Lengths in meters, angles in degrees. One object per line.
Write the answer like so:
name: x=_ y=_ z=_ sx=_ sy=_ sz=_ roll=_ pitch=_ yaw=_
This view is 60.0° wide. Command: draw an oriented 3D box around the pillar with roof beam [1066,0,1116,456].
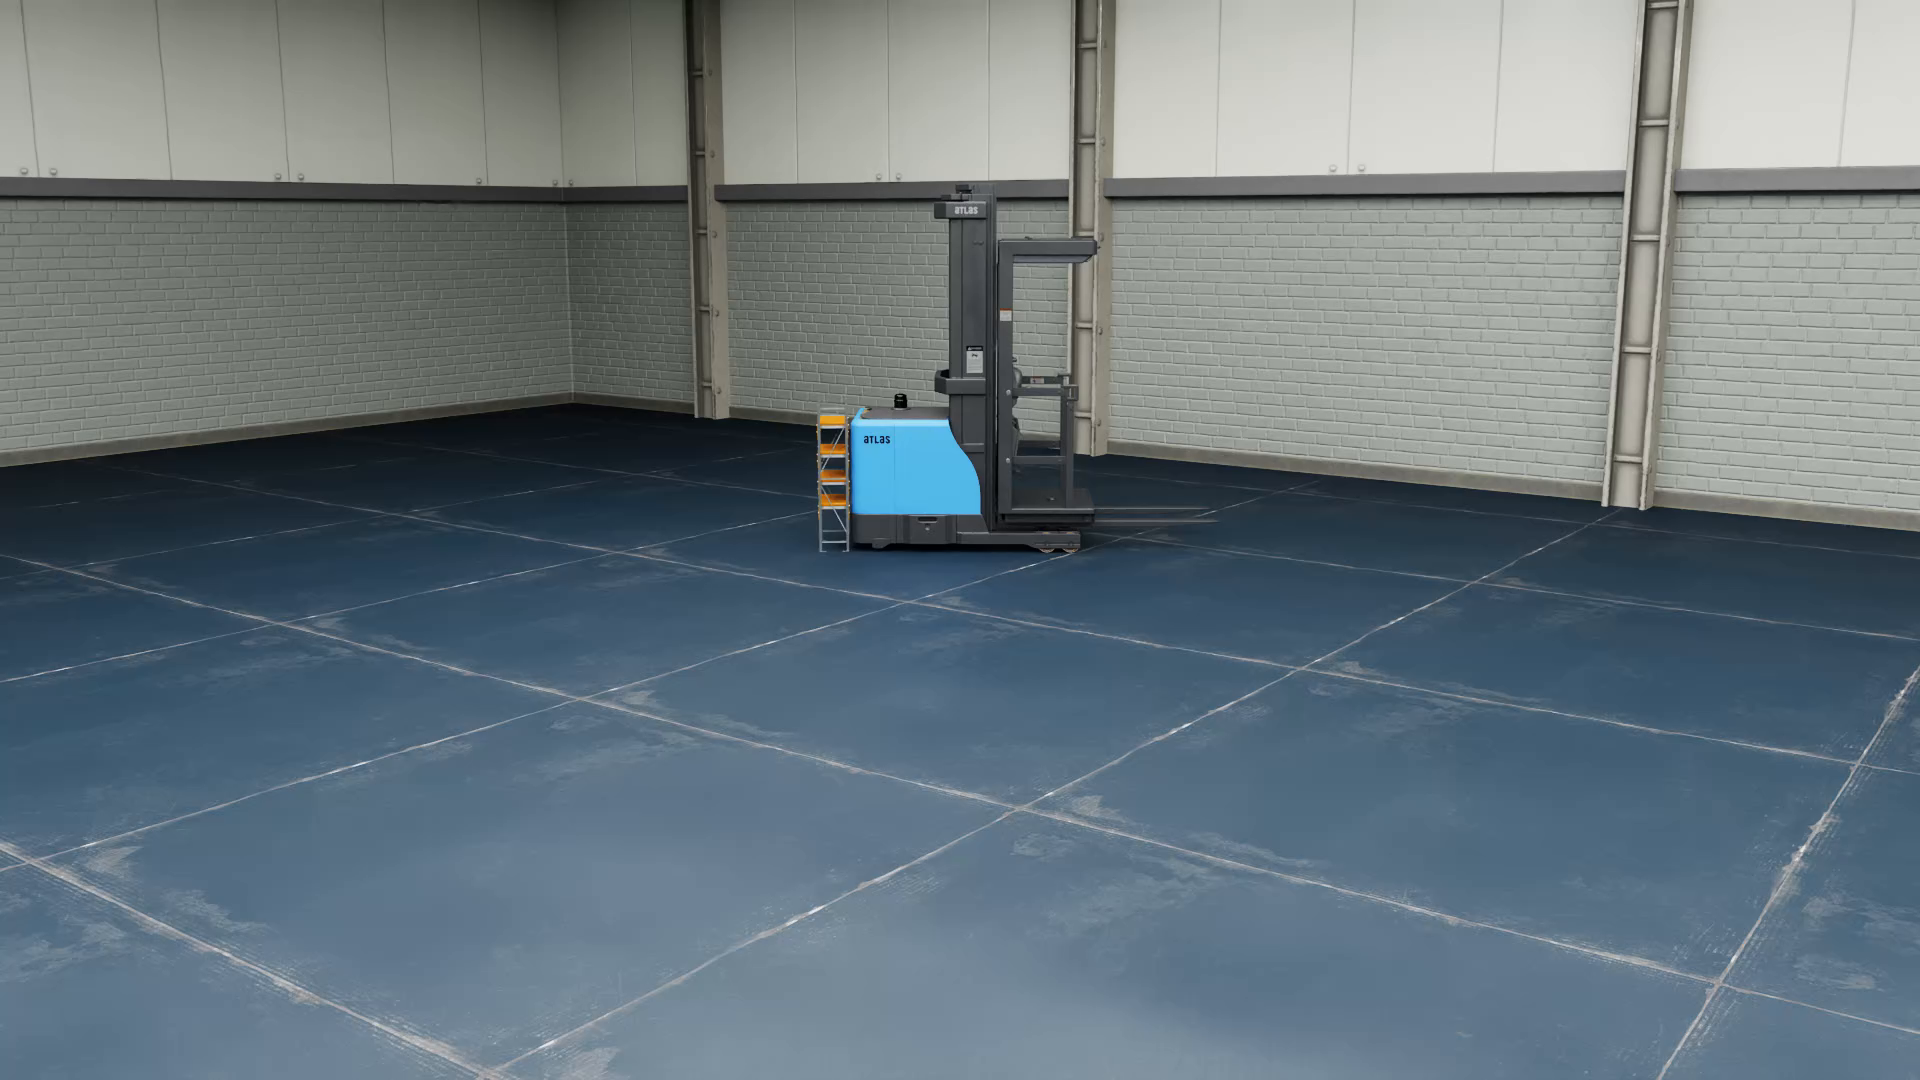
pillar with roof beam: x=-1.084 y=-4.757 z=14.925 sx=0.400 sy=9.000 sz=9.100 roll=8 pitch=13 yaw=36

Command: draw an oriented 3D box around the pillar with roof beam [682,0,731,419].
pillar with roof beam: x=-5.920 y=-5.431 z=18.411 sx=0.400 sy=9.000 sz=9.100 roll=8 pitch=13 yaw=36

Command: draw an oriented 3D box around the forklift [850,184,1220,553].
forklift: x=0.624 y=-1.438 z=13.745 sx=3.031 sy=2.935 sz=1.130 roll=0 pitch=11 yaw=1

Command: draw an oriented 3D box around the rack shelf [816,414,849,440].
rack shelf: x=-1.039 y=-0.925 z=13.582 sx=0.258 sy=0.148 sz=0.480 roll=-1 pitch=11 yaw=-4

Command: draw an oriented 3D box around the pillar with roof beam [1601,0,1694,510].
pillar with roof beam: x=3.752 y=-4.082 z=11.438 sx=0.400 sy=9.000 sz=9.100 roll=8 pitch=13 yaw=36

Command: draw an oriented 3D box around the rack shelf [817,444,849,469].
rack shelf: x=-1.039 y=-0.693 z=13.627 sx=0.258 sy=0.148 sz=0.480 roll=-1 pitch=11 yaw=-4

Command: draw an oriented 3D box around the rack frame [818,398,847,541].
rack frame: x=-1.057 y=-0.585 z=13.896 sx=0.240 sy=1.200 sz=0.015 roll=-1 pitch=11 yaw=-4

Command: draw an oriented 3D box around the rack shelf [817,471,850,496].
rack shelf: x=-1.039 y=-0.473 z=13.670 sx=0.258 sy=0.148 sz=0.480 roll=-1 pitch=11 yaw=-4

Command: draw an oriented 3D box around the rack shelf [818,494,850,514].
rack shelf: x=-1.039 y=-0.278 z=13.707 sx=0.258 sy=0.148 sz=0.480 roll=-1 pitch=11 yaw=-4

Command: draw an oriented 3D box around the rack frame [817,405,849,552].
rack frame: x=-1.022 y=-0.493 z=13.418 sx=0.240 sy=1.200 sz=0.015 roll=-1 pitch=11 yaw=-4

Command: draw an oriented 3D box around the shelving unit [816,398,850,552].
shelving unit: x=-1.039 y=-0.539 z=13.657 sx=0.258 sy=1.200 sz=0.503 roll=-1 pitch=11 yaw=-4
